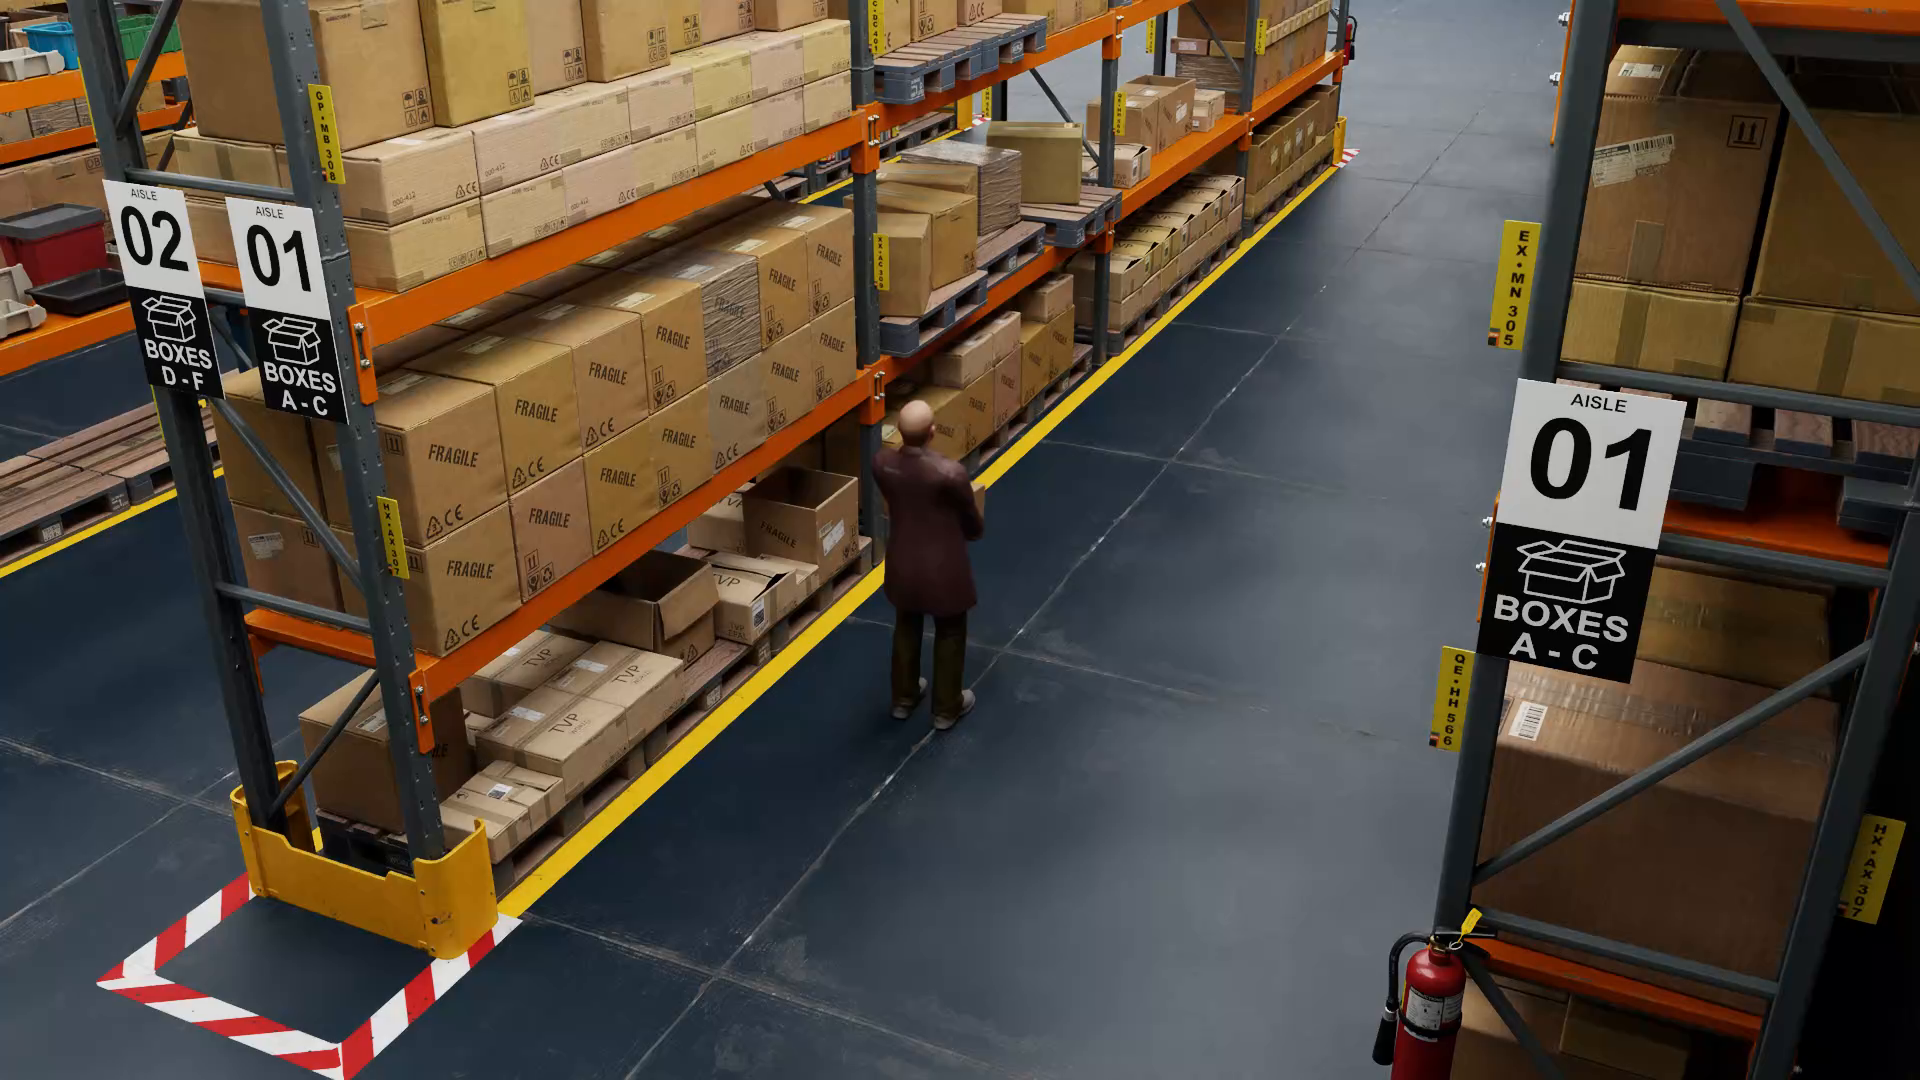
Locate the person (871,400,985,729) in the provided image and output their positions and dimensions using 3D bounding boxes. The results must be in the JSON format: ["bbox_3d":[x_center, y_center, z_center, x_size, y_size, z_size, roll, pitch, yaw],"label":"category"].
[{"bbox_3d":[-0.125,0.074,8.484,0.529,1.772,0.552,12,28,23],"label":"person"}]
